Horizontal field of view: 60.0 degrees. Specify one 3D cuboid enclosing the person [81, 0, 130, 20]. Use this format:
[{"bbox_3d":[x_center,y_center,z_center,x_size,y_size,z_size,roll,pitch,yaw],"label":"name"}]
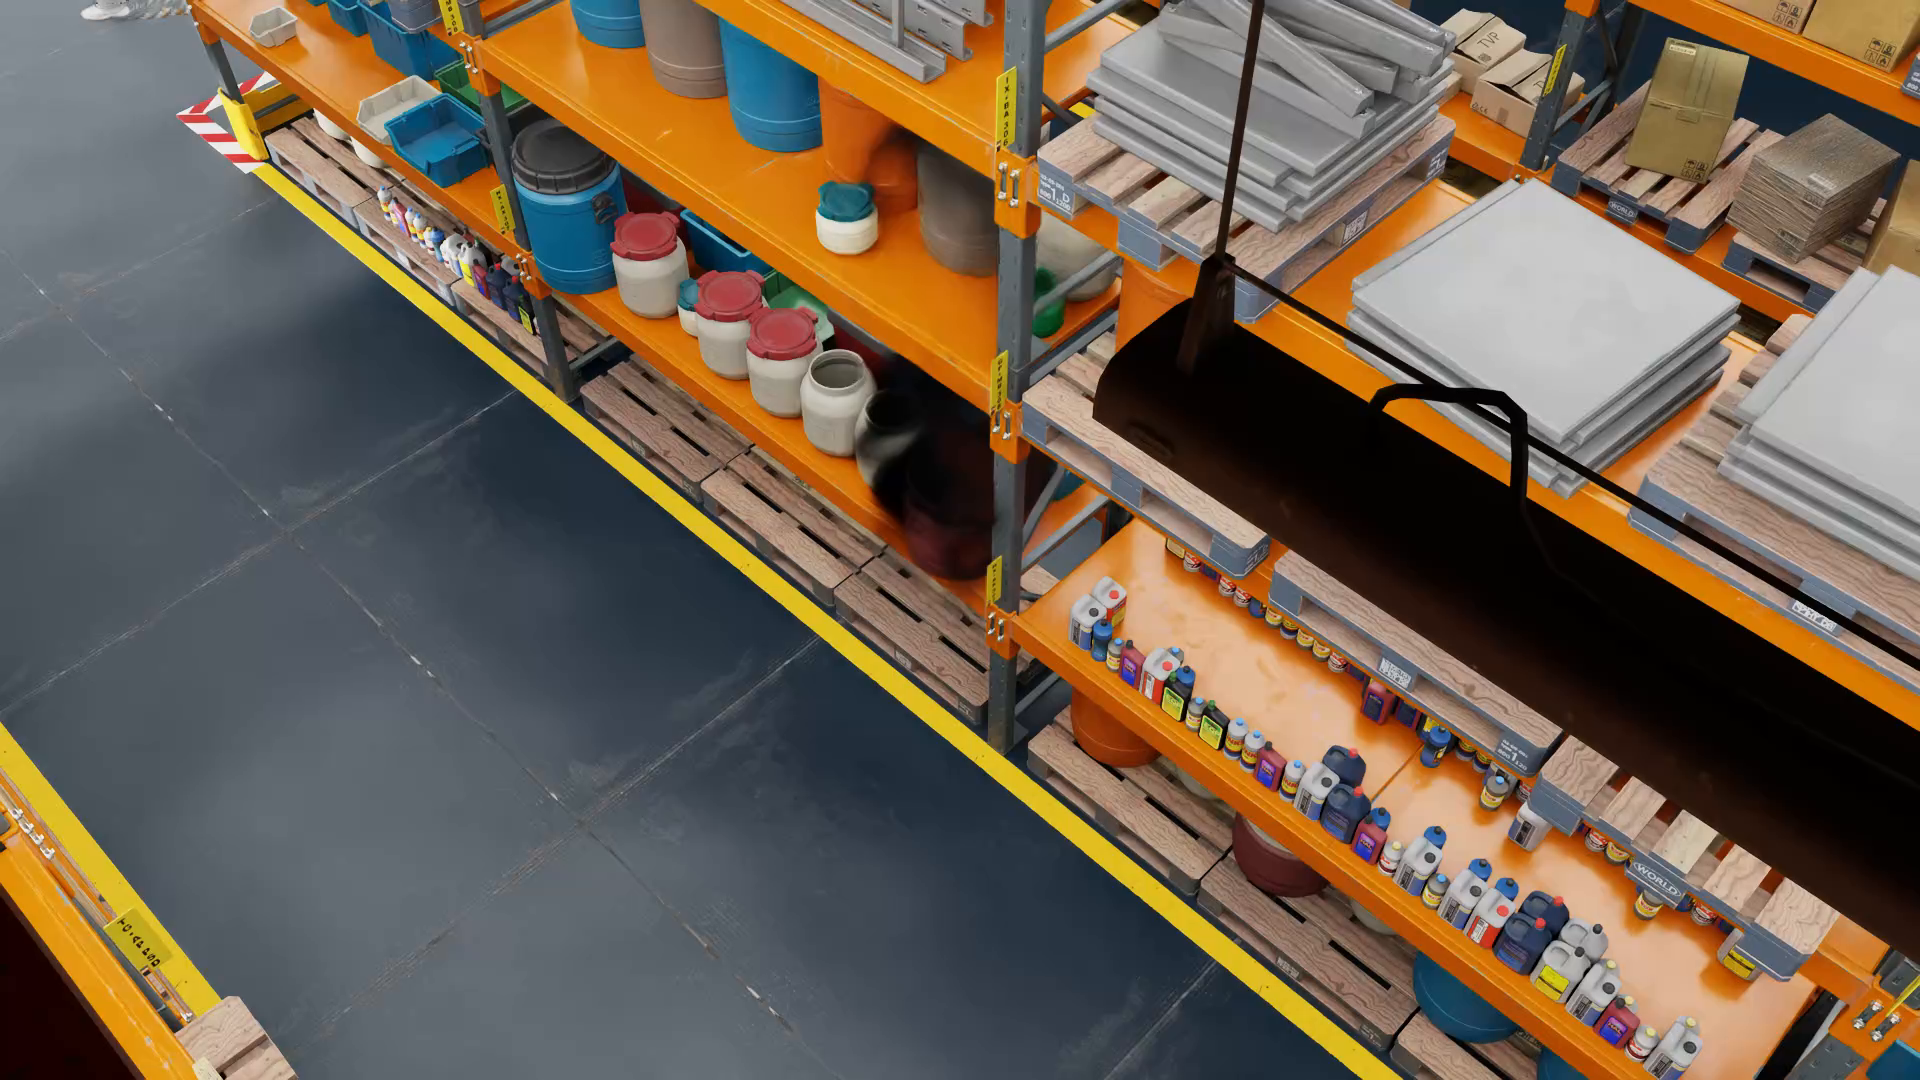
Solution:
[{"bbox_3d":[-7.003,-5.099,13.525,0.905,1.745,0.724,-17,52,-13],"label":"person"}]
